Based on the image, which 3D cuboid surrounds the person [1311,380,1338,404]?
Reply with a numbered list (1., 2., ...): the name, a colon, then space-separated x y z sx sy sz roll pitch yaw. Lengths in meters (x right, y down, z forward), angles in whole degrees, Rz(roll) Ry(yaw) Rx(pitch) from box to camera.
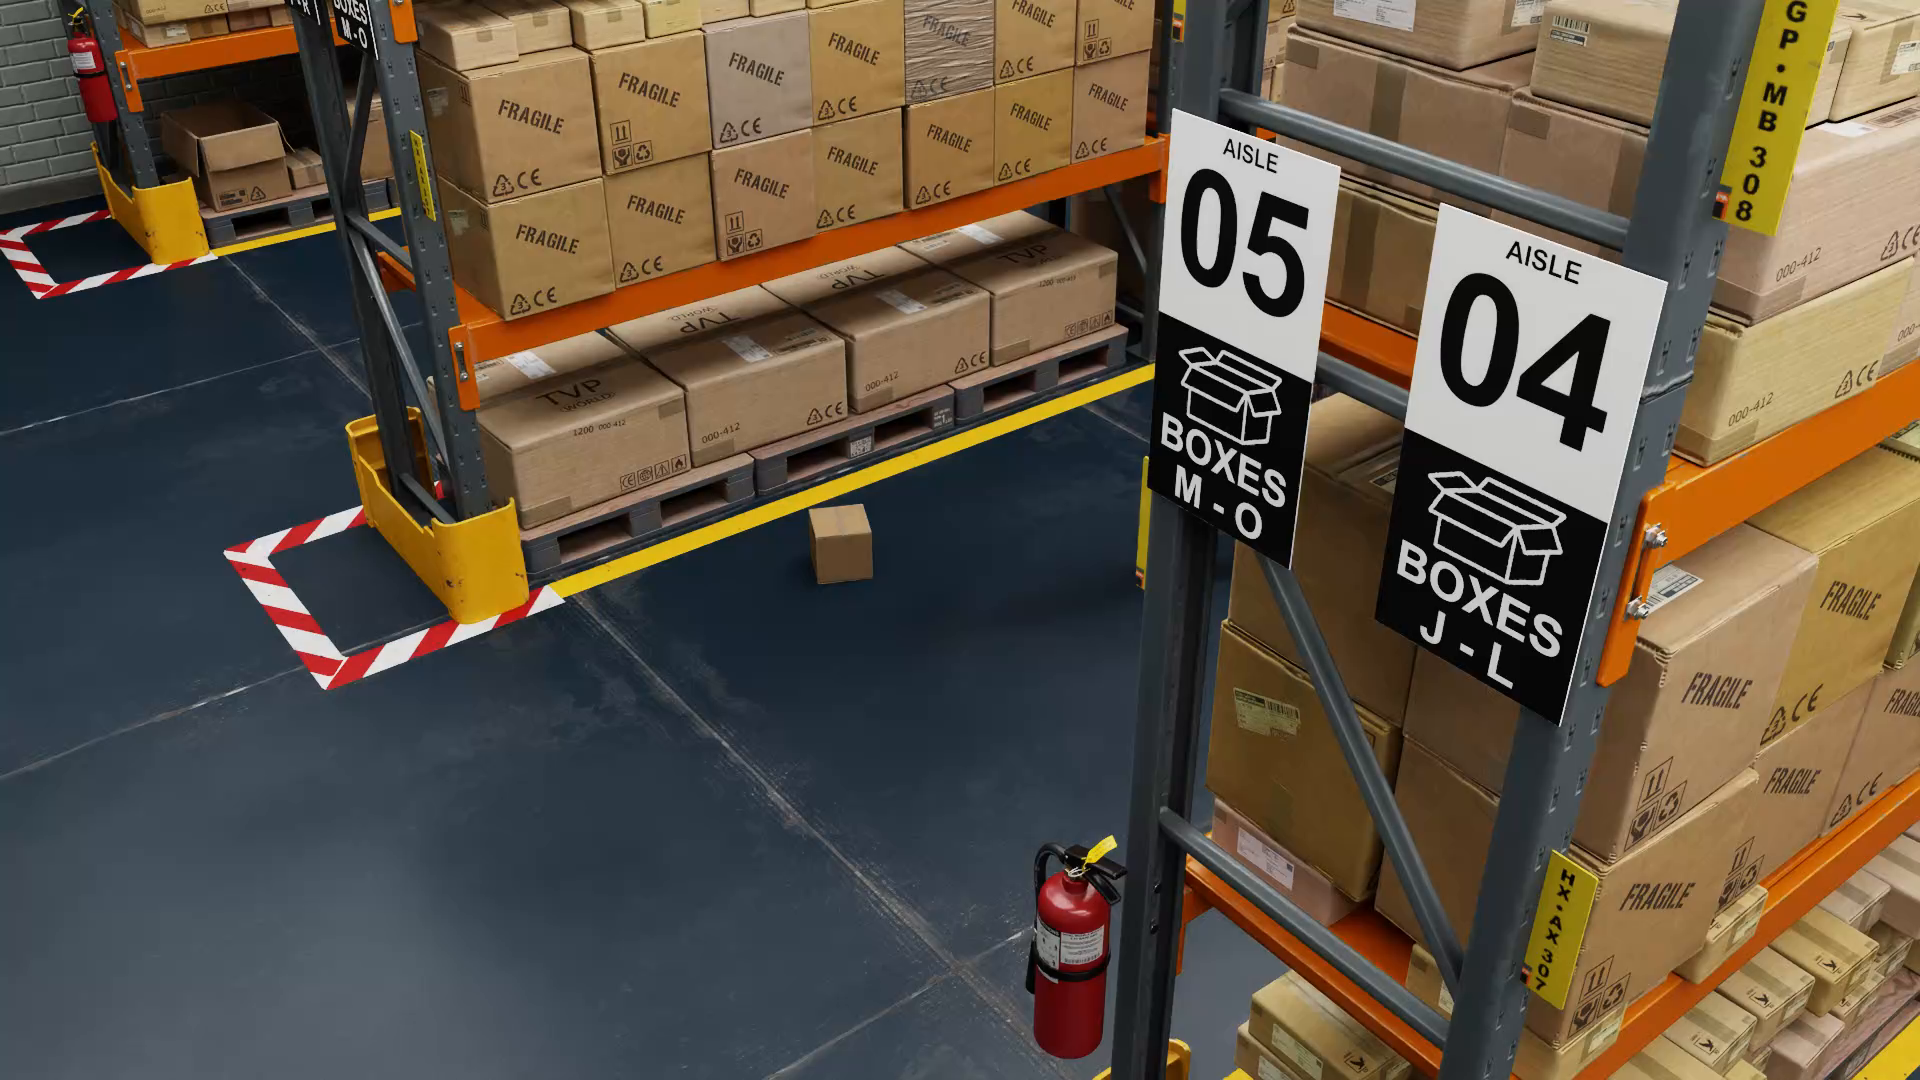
1. person: 1.560 -0.740 7.324 0.839 1.692 0.529 -14 35 -21
